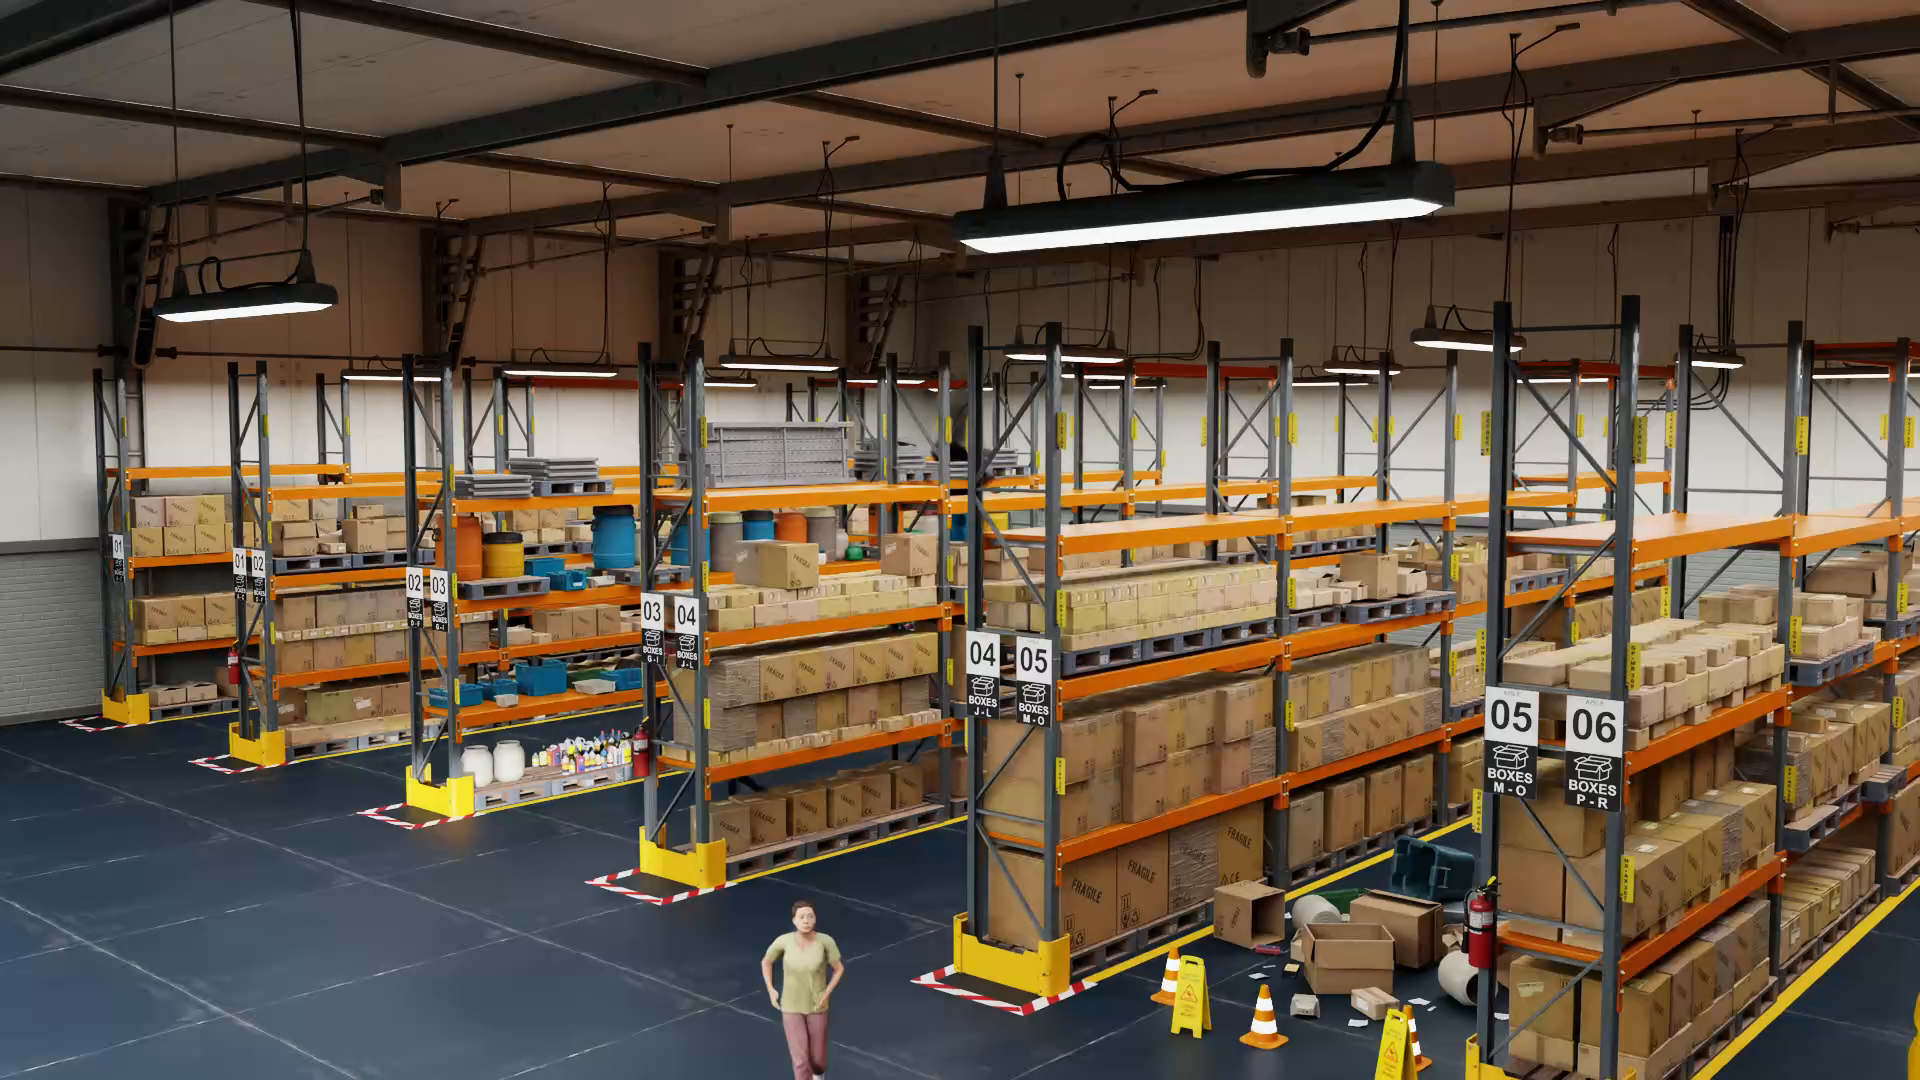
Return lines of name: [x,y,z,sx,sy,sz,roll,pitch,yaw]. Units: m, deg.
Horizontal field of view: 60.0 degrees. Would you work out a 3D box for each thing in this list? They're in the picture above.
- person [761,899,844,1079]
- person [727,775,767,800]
person: [-1.154,3.453,12.225,0.608,1.642,0.793,-1,4,-7]
person: [-2.826,2.797,21.586,0.562,1.656,0.789,4,6,43]
